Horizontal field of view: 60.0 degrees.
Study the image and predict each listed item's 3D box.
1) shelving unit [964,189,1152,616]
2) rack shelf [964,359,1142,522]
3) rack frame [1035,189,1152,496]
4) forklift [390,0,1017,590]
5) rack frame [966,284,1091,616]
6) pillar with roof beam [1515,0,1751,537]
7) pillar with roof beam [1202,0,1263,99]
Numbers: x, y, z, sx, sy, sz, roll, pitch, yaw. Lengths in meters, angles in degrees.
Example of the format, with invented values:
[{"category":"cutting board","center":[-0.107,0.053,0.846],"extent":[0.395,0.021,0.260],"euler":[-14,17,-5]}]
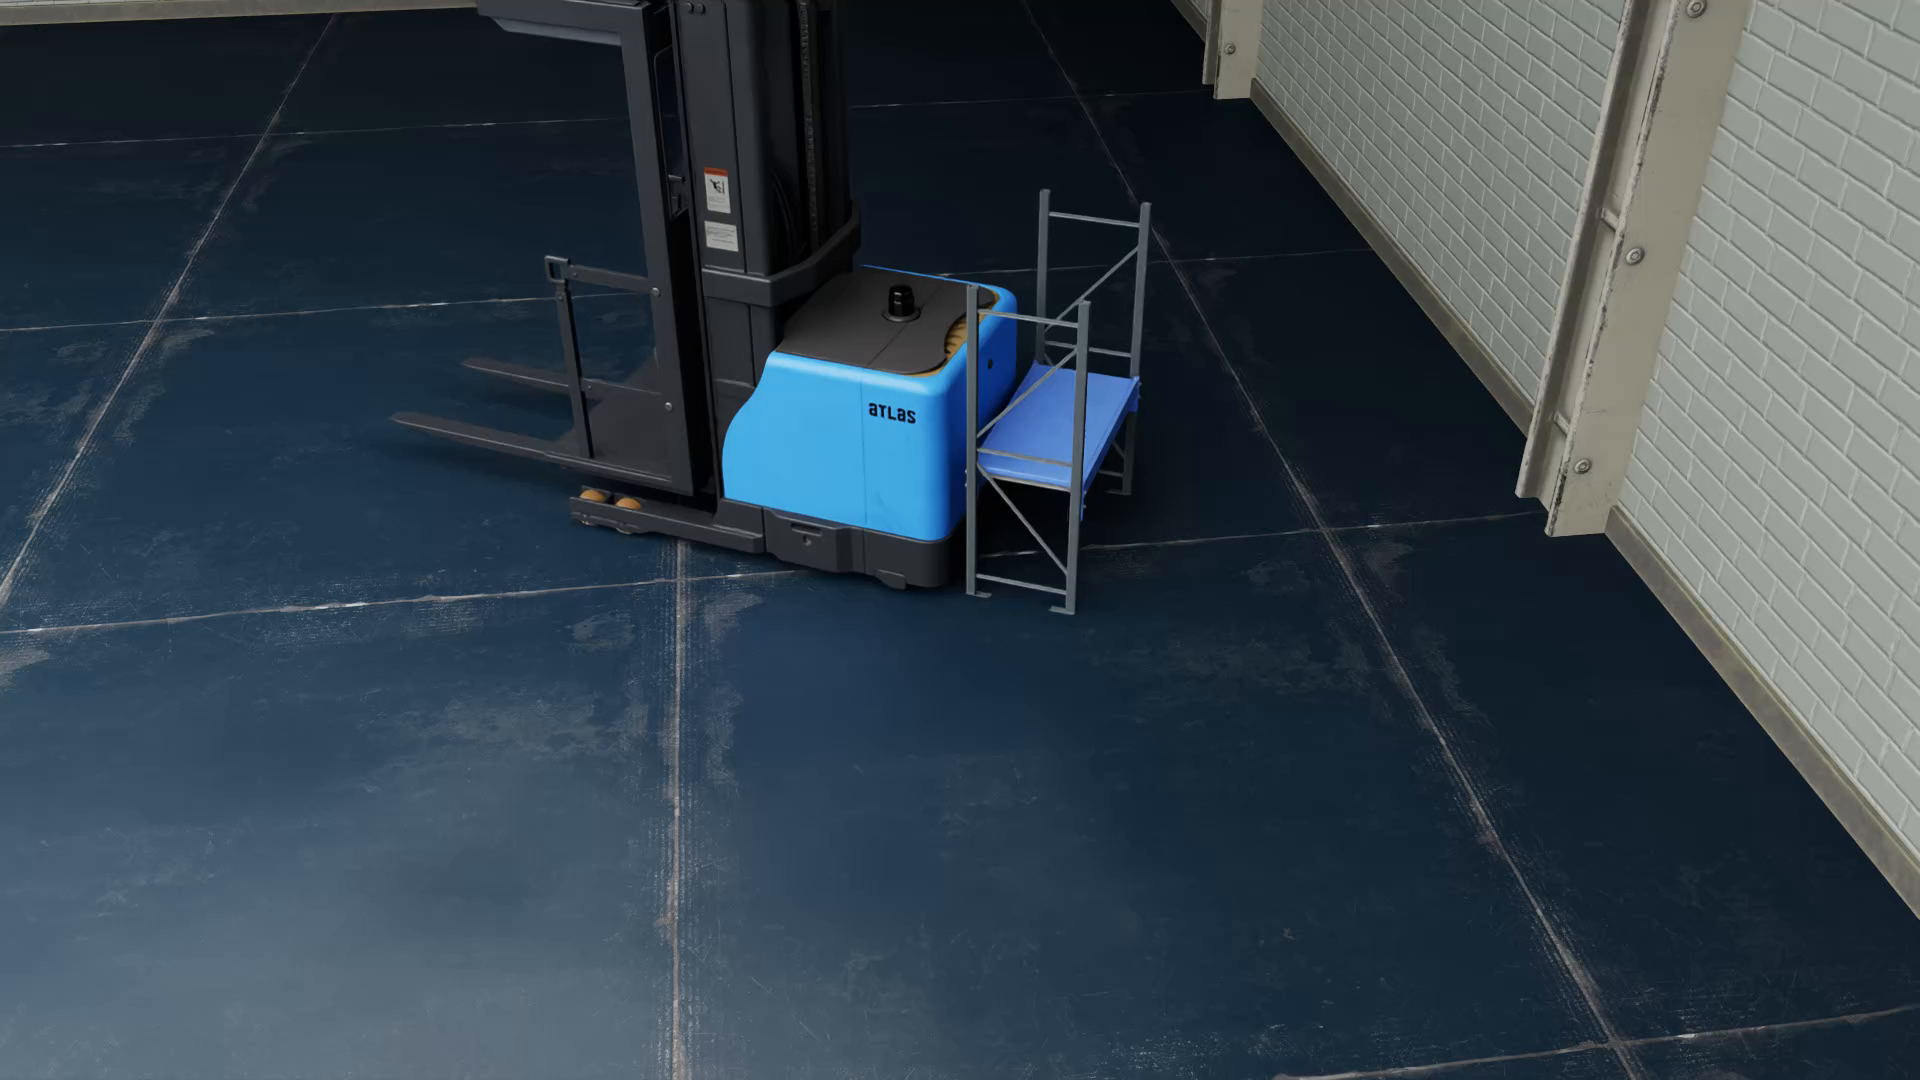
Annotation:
[{"category":"shelving unit","center":[0.431,-0.612,7.317],"extent":[0.538,1.500,1.048],"euler":[11,36,15]},{"category":"rack shelf","center":[0.431,-0.464,7.418],"extent":[0.538,0.185,1.000],"euler":[11,36,15]},{"category":"rack frame","center":[0.593,-0.884,7.715],"extent":[0.500,1.500,0.032],"euler":[11,36,15]},{"category":"forklift","center":[-1.297,-1.503,7.353],"extent":[3.031,2.935,1.130],"euler":[12,36,17]},{"category":"rack frame","center":[0.268,-0.341,6.919],"extent":[0.500,1.500,0.032],"euler":[11,36,15]},{"category":"pillar with roof beam","center":[-1.387,-3.529,4.938],"extent":[9.100,9.000,0.400],"euler":[-4,35,-6]},{"category":"pillar with roof beam","center":[-2.194,-6.877,9.851],"extent":[9.100,9.000,0.400],"euler":[-4,35,-6]}]
